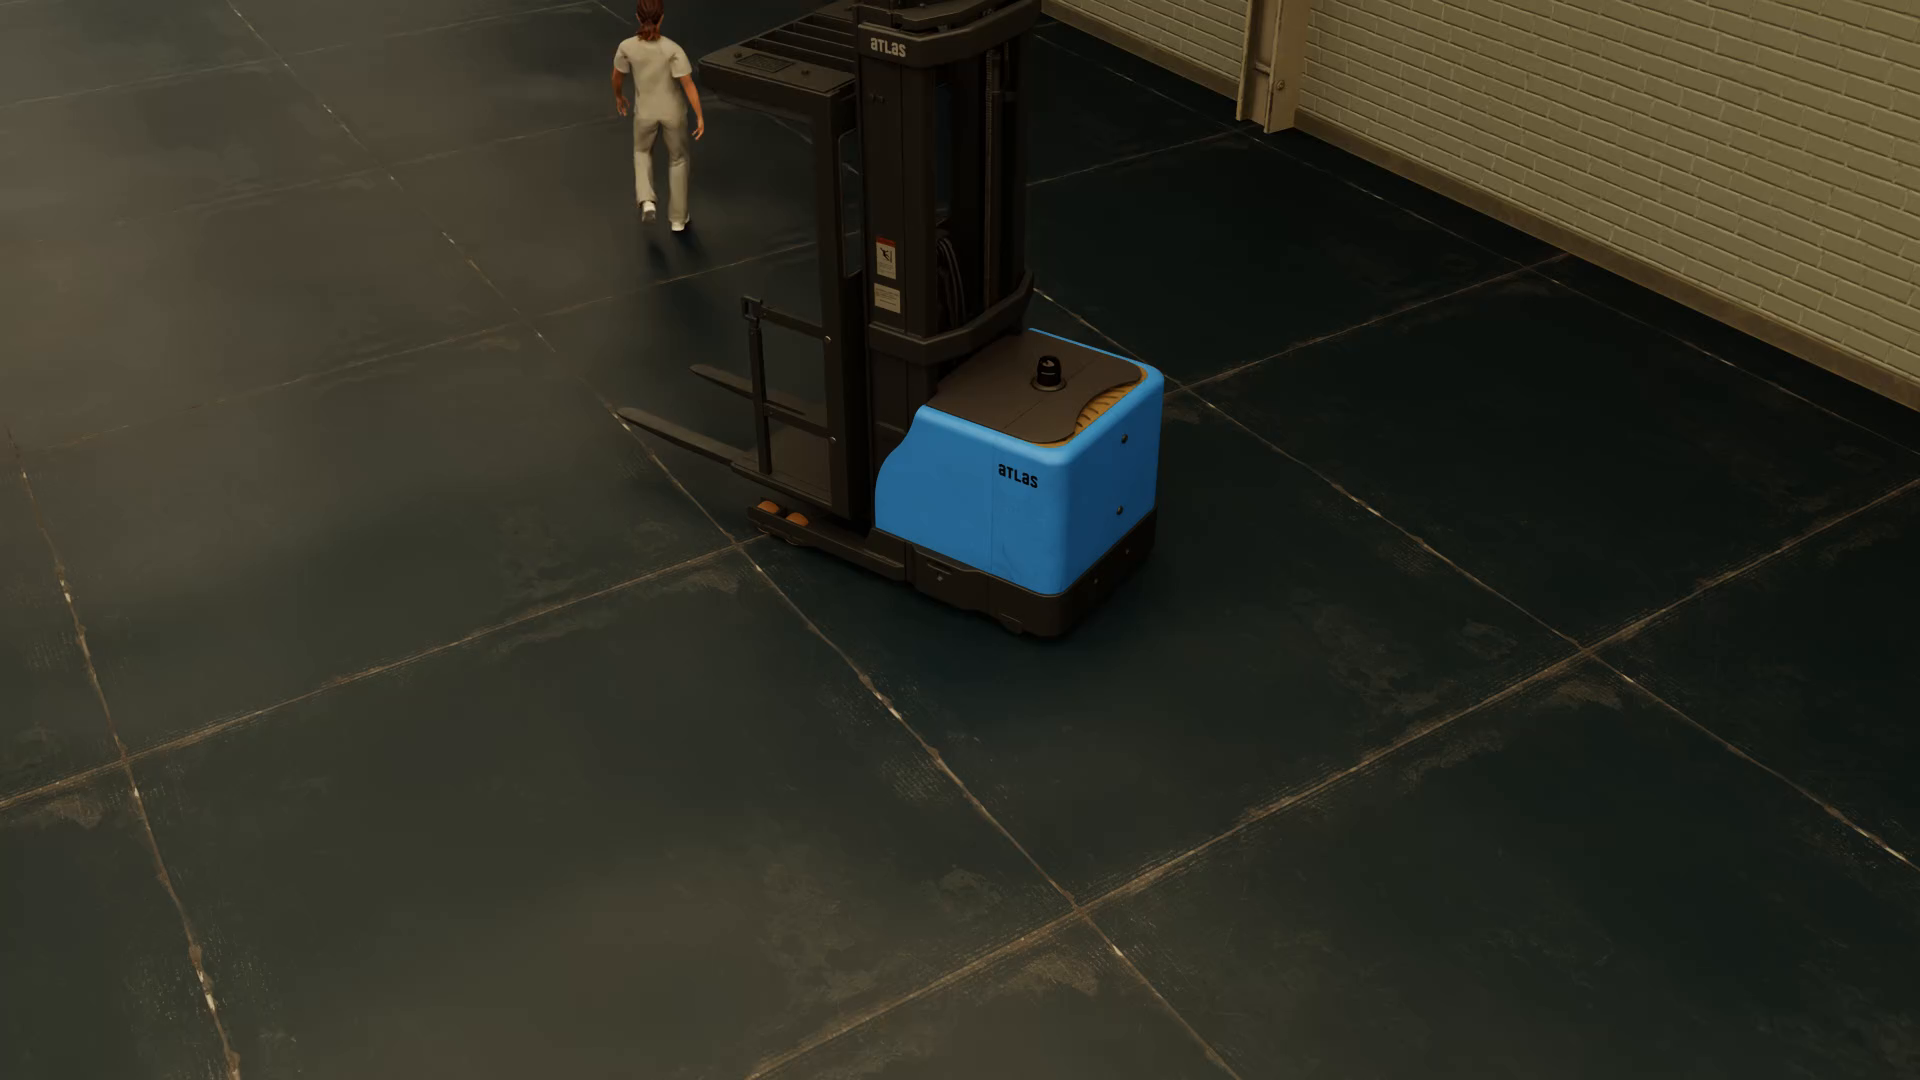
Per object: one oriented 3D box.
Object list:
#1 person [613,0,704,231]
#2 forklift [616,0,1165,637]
[{"bbox_3d":[-2.063,-2.903,11.392,0.629,1.656,0.490,0,35,0],"label":"person"},{"bbox_3d":[-0.500,-1.399,8.138,3.031,2.935,1.130,22,41,28],"label":"forklift"}]
